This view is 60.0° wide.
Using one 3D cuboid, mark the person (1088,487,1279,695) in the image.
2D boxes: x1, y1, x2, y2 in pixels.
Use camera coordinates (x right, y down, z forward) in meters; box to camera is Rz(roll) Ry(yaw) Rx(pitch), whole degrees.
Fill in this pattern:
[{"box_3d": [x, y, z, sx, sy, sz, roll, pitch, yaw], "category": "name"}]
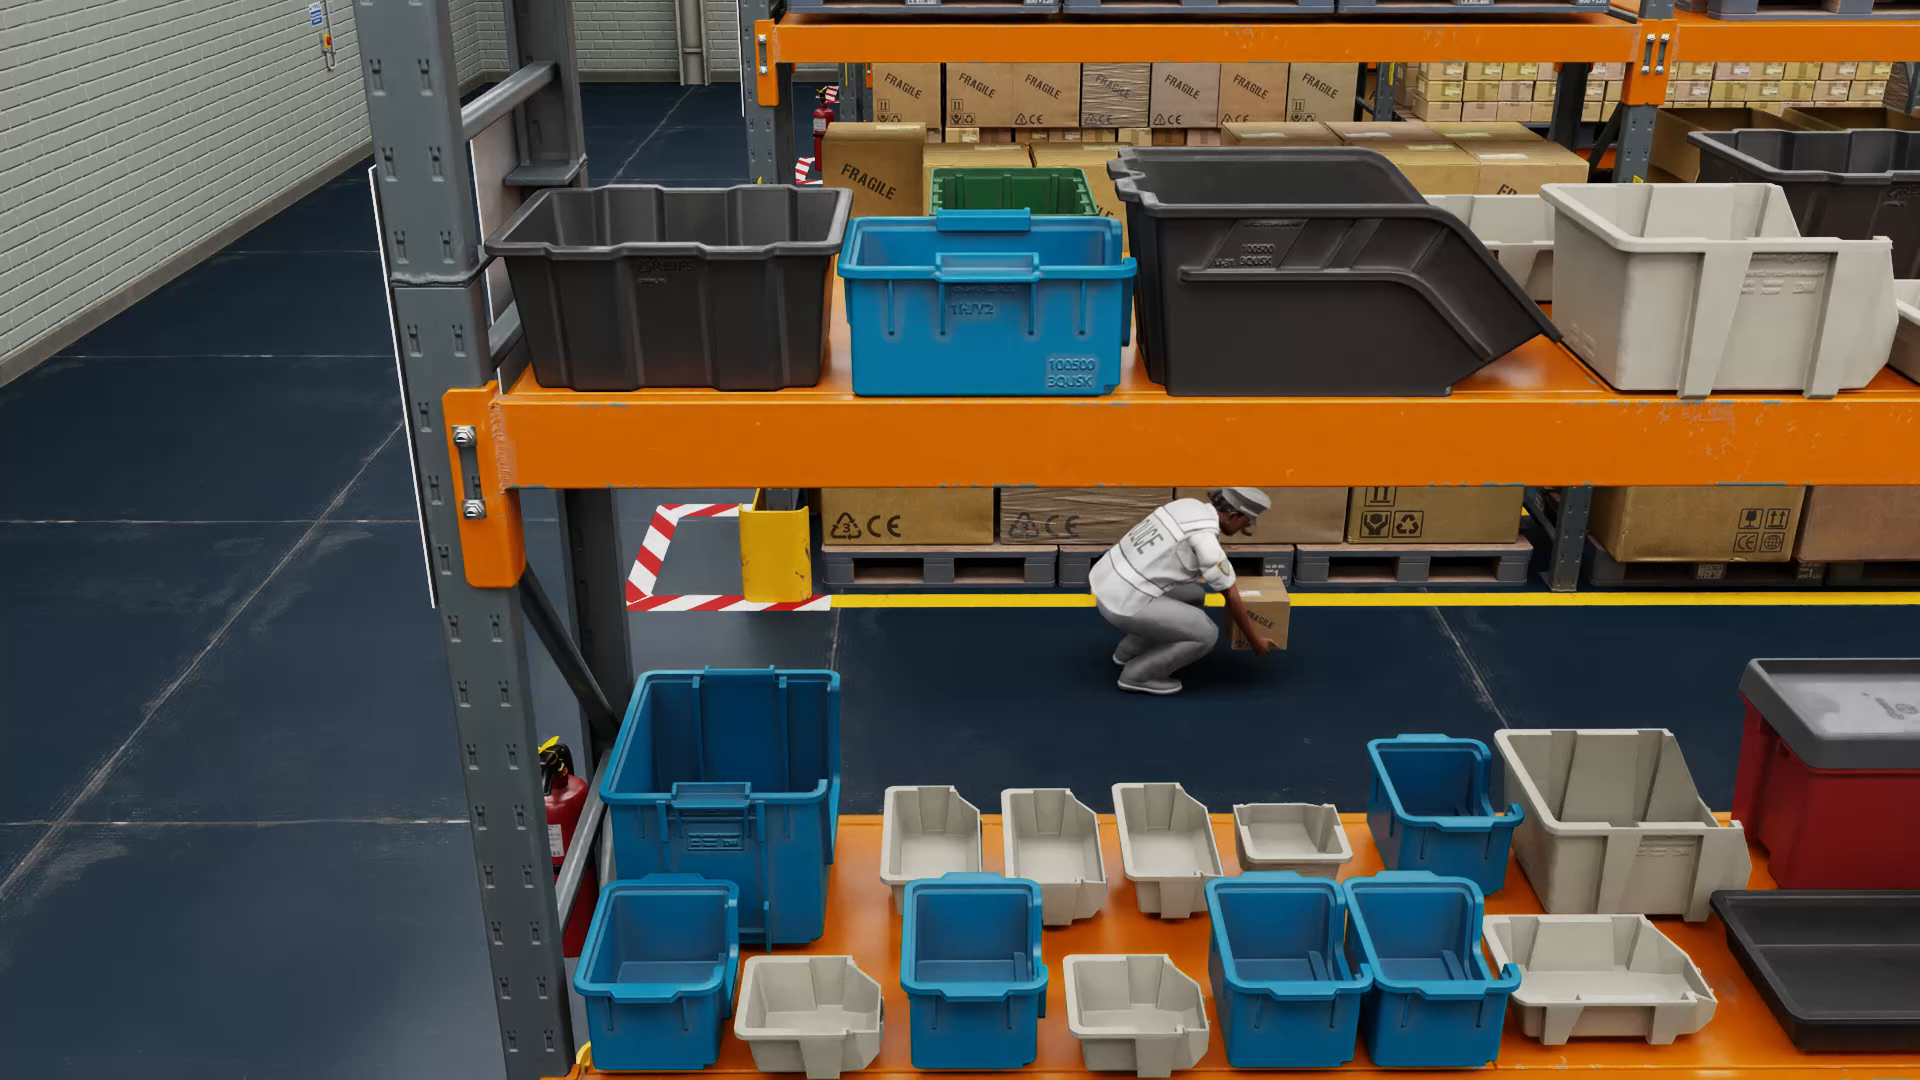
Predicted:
[{"box_3d": [1.013, 0.191, 7.533, 0.857, 0.978, 0.463, -1, 24, -2], "category": "person"}]
